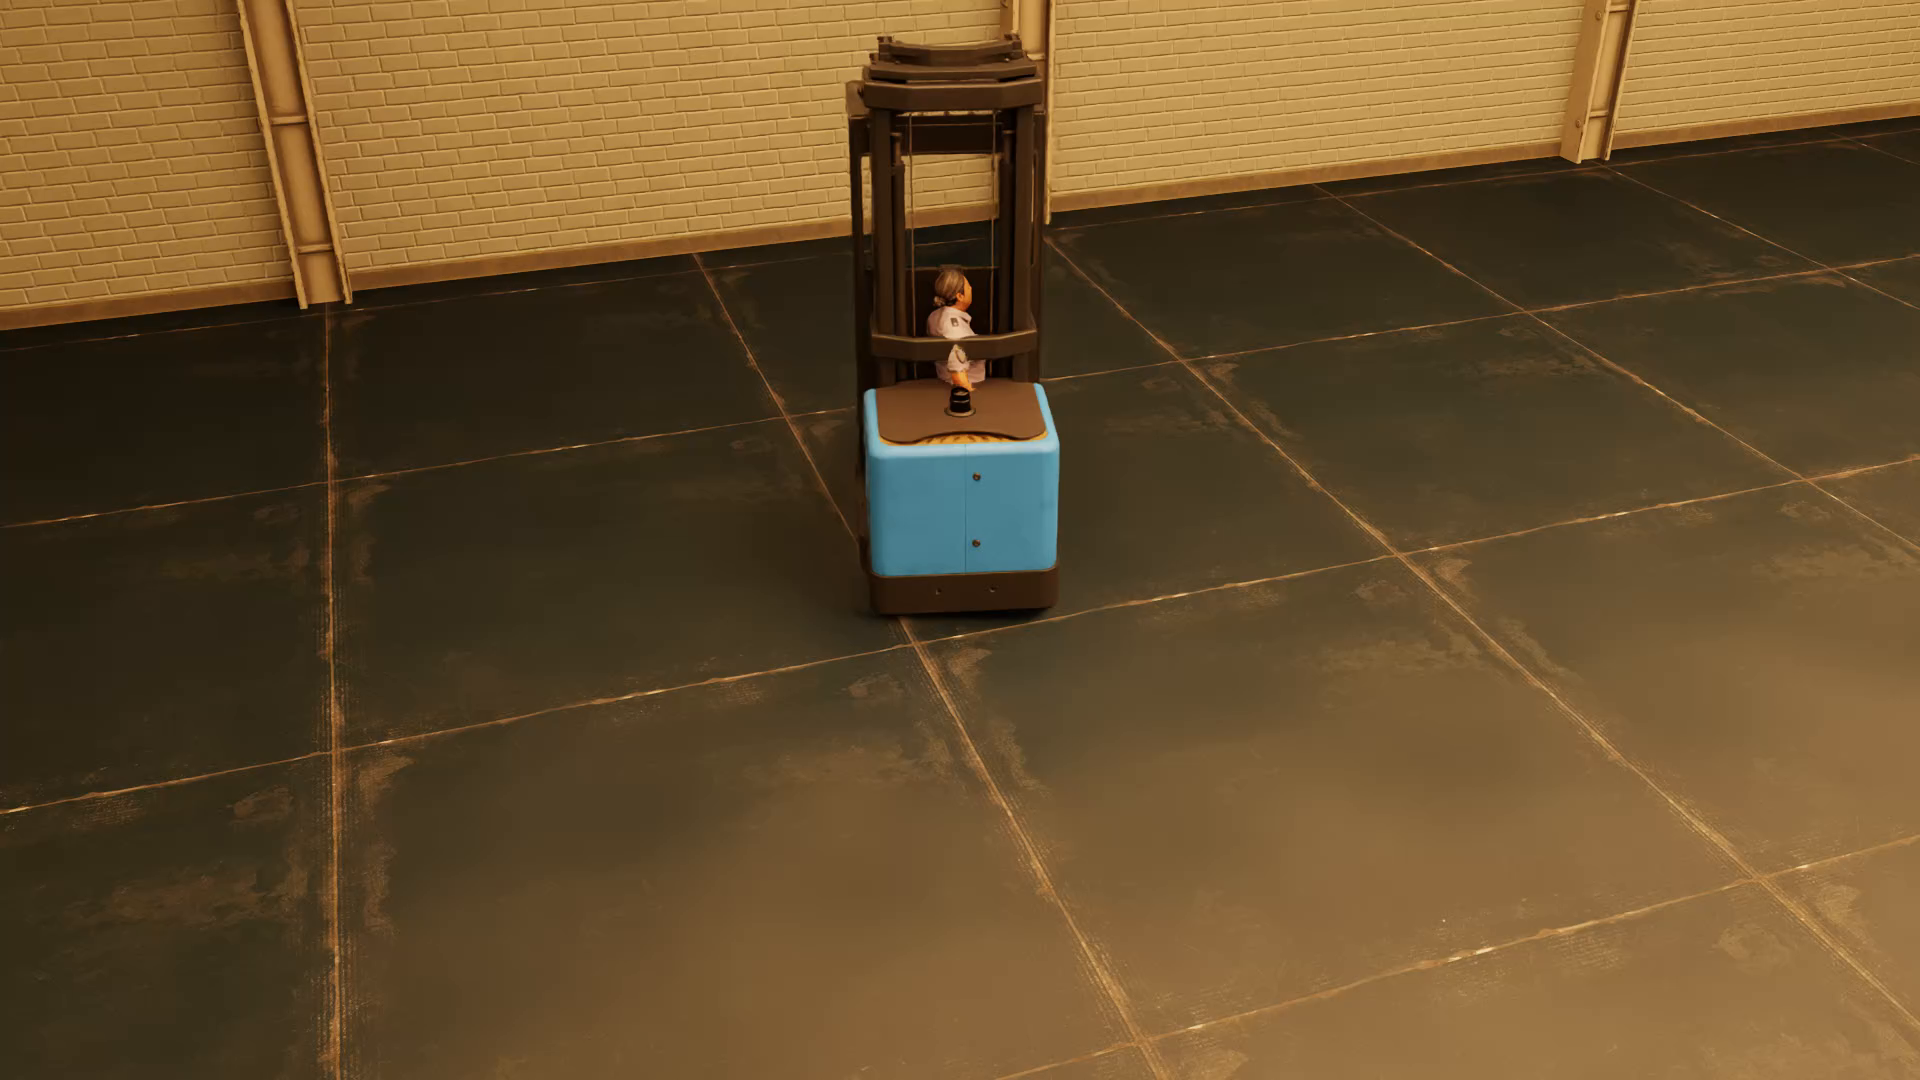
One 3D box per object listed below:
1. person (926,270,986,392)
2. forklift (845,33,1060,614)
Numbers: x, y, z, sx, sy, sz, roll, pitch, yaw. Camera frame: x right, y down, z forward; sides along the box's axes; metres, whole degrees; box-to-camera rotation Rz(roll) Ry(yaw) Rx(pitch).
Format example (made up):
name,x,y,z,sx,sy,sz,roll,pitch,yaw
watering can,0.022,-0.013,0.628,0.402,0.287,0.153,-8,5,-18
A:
name,x,y,z,sx,sy,sz,roll,pitch,yaw
person,0.094,-0.763,9.596,0.502,1.642,0.598,-10,31,-16
forklift,-0.091,-1.567,9.810,1.130,2.935,3.031,-2,30,-4
